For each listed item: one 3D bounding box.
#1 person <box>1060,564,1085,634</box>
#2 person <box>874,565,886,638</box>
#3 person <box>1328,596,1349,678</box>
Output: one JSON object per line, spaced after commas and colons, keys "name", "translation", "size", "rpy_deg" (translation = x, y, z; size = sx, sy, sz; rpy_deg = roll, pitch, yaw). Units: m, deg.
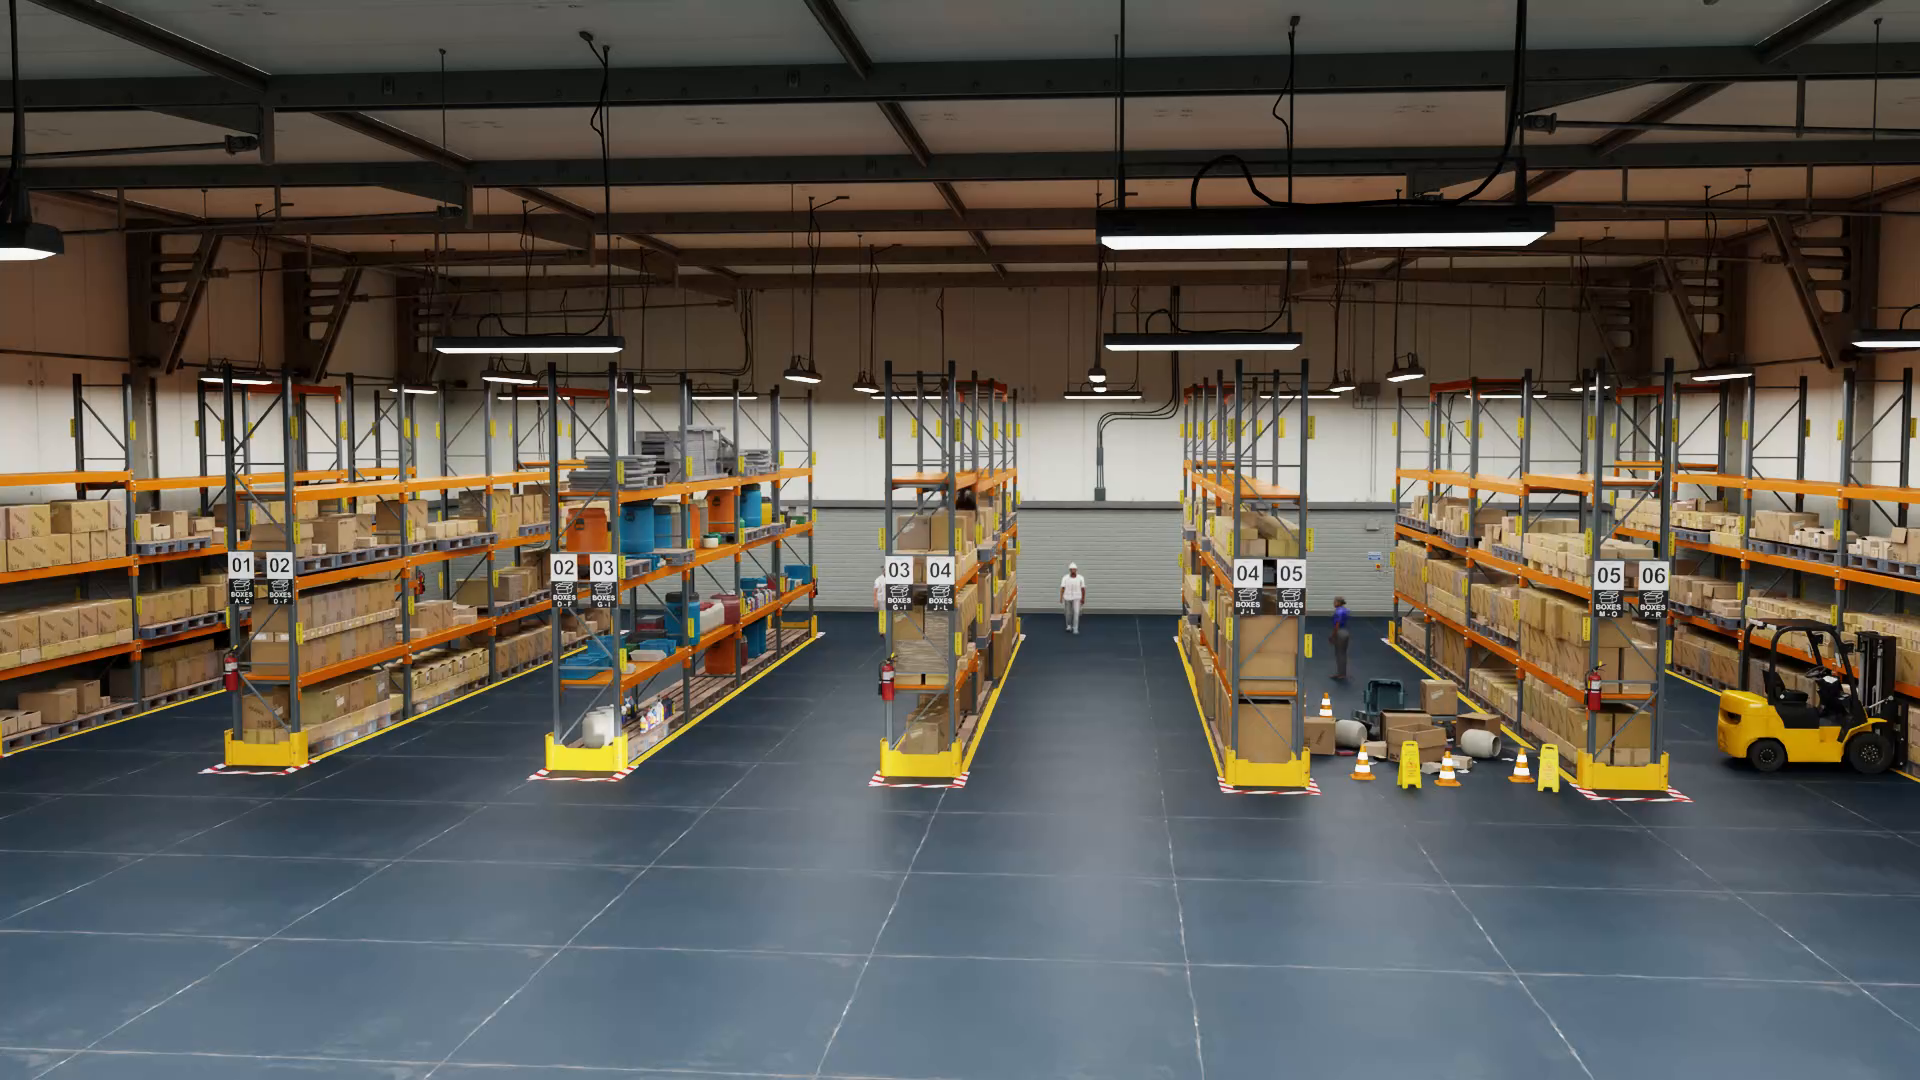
{"name": "person", "translation": [2.777, 1.443, 40.973], "size": [0.620, 1.727, 0.999], "rpy_deg": [0, 4, 3]}
{"name": "person", "translation": [-1.742, 1.475, 40.265], "size": [0.574, 1.753, 0.658], "rpy_deg": [-4, 5, -44]}
{"name": "person", "translation": [7.665, 1.965, 33.611], "size": [0.367, 1.669, 0.467], "rpy_deg": [2, 4, 26]}
